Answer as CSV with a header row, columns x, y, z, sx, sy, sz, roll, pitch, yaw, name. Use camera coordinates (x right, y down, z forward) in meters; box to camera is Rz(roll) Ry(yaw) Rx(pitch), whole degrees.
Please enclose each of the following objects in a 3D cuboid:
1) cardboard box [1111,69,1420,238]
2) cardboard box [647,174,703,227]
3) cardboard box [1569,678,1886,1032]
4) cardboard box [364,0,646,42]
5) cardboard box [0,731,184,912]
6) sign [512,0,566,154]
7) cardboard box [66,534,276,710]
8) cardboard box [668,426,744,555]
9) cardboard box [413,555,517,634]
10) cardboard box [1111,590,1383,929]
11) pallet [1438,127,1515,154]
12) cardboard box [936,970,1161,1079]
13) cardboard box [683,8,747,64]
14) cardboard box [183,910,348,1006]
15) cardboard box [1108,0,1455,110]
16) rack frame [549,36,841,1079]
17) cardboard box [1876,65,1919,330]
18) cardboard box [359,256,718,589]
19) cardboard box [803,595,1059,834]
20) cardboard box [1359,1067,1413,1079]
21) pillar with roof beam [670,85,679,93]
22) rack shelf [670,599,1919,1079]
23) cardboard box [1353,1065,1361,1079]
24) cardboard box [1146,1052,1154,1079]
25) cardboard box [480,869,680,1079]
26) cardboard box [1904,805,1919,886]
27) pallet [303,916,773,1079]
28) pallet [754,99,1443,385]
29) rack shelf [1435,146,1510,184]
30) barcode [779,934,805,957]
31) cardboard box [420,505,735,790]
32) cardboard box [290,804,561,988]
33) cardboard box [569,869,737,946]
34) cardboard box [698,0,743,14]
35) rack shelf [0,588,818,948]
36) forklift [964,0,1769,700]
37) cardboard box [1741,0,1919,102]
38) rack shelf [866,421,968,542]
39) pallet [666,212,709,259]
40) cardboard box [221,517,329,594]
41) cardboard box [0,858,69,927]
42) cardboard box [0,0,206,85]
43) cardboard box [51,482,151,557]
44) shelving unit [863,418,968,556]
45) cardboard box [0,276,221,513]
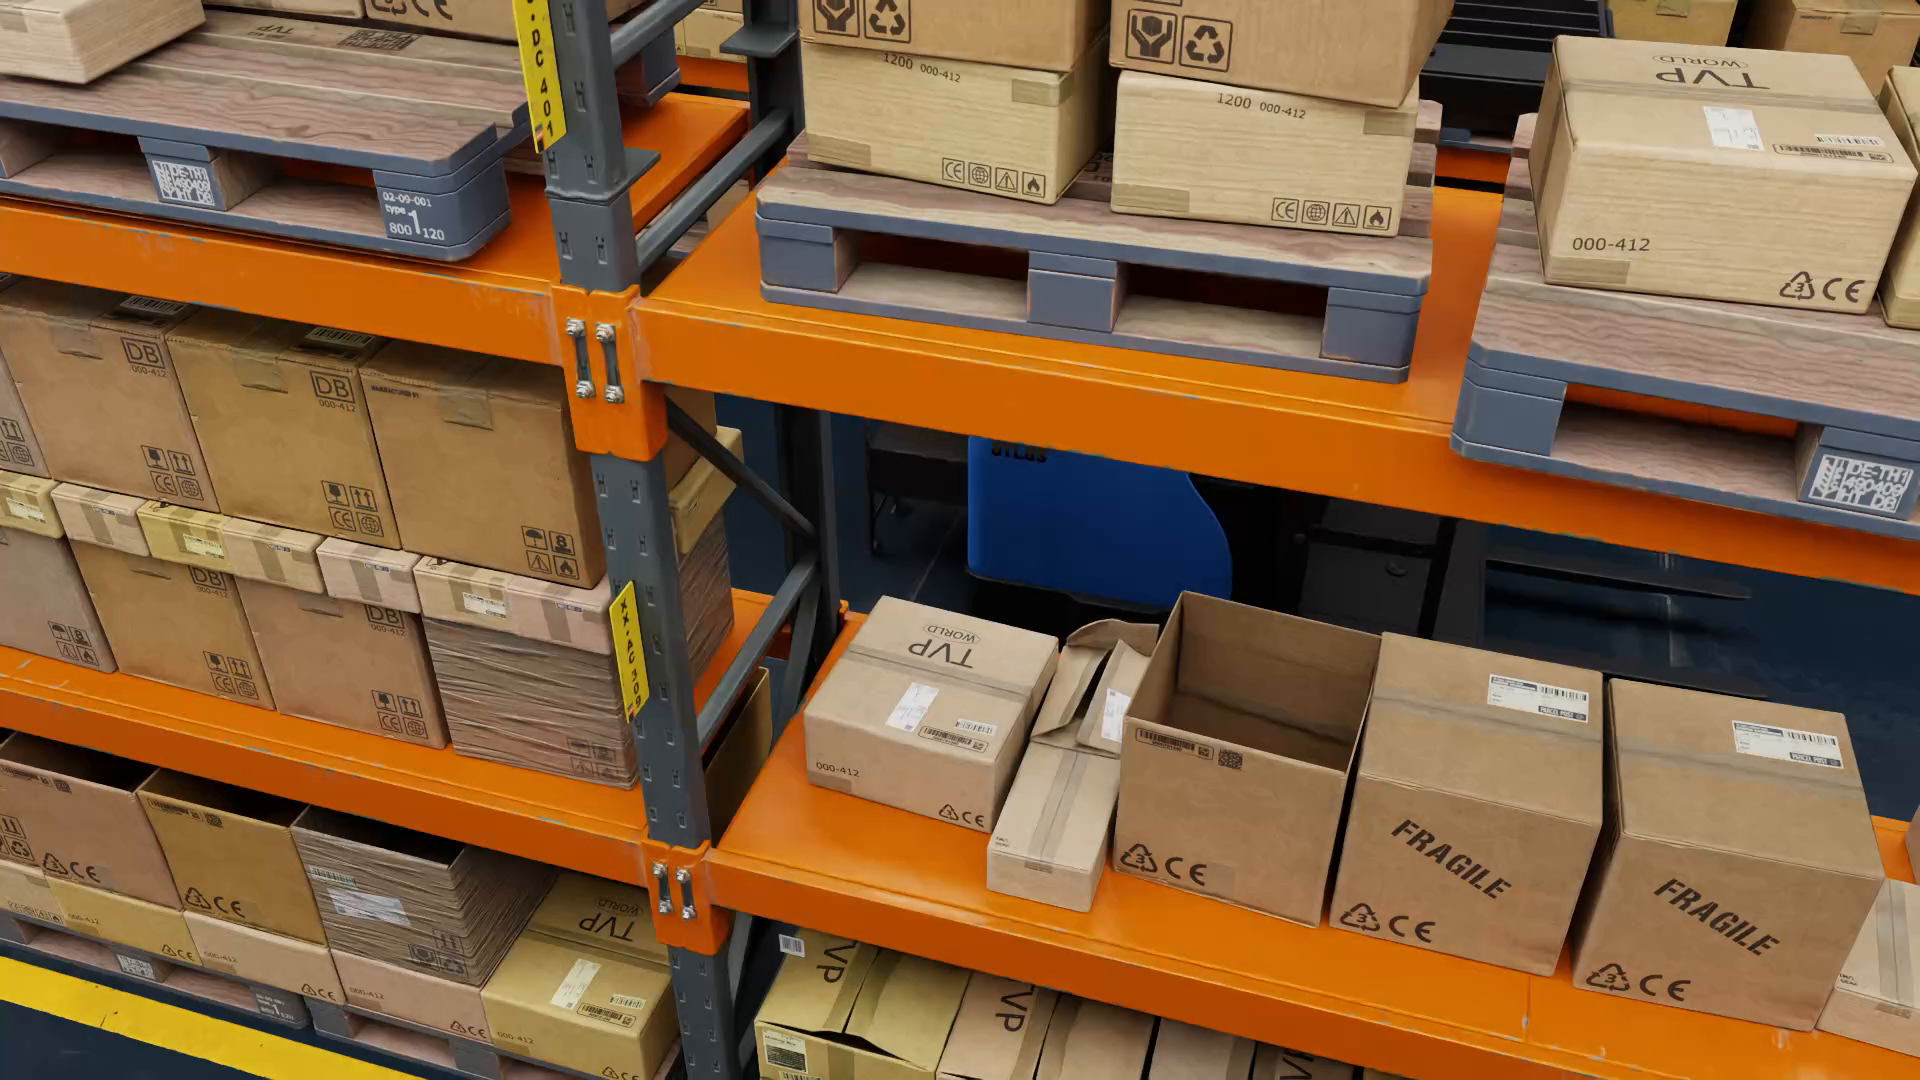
x,y,z,sx,sy,sz,roll,pitch,yaw,name
0.562,-0.796,3.042,0.500,0.250,0.500,7,37,9,cardboard box
-1.715,-2.020,9.361,0.500,0.311,0.500,14,38,18,cardboard box
1.663,0.691,3.697,0.500,0.500,0.500,9,37,11,cardboard box
-0.950,-1.401,3.535,0.500,0.500,0.500,14,38,18,cardboard box
-2.490,0.728,5.063,0.500,0.500,0.500,10,38,14,cardboard box
-0.712,-0.823,2.804,0.005,0.325,0.100,10,38,14,sign
-1.957,0.016,4.614,0.500,0.500,0.700,11,38,15,cardboard box
-0.747,-0.147,4.288,0.250,0.149,0.380,10,38,14,cardboard box
-1.107,0.038,4.036,0.250,0.149,0.380,10,37,13,cardboard box
0.683,0.509,3.943,0.500,0.500,0.500,13,38,17,cardboard box
2.842,-2.035,7.646,1.213,0.211,1.003,10,38,14,pallet
0.248,1.329,4.406,0.500,0.311,0.500,10,38,13,cardboard box
-1.055,-2.613,8.380,0.500,0.250,0.500,11,38,14,cardboard box
-2.012,1.117,5.167,0.500,0.250,0.500,10,38,14,cardboard box
0.579,-1.089,2.808,0.500,0.500,0.500,14,39,18,cardboard box
-0.548,0.311,4.297,0.127,3.000,1.000,10,38,14,rack frame
1.772,-0.537,2.691,0.500,0.250,0.500,10,37,13,cardboard box
-0.974,-0.326,3.984,0.500,0.500,0.700,11,38,14,cardboard box
-0.065,0.434,4.256,0.500,0.250,0.500,13,38,17,cardboard box
1.240,1.509,4.162,0.500,0.311,0.500,12,38,15,cardboard box
-3.250,-3.545,4.475,0.400,9.000,9.100,10,38,14,pillar with roof beam
1.361,0.955,4.030,4.000,0.370,1.077,10,38,14,rack shelf
1.390,1.430,4.742,0.500,0.250,0.500,11,38,15,cardboard box
0.251,1.552,4.576,0.500,0.250,0.500,11,38,15,cardboard box
-1.056,1.291,4.931,0.500,0.250,0.500,10,38,14,cardboard box
2.474,0.787,3.726,0.500,0.311,0.500,10,38,13,cardboard box
-1.295,1.270,5.346,1.213,0.211,1.003,10,38,14,pallet
0.298,-0.671,3.262,1.217,0.209,0.805,9,37,12,pallet
2.834,-1.849,7.838,4.000,0.370,1.077,10,38,14,rack shelf
-0.429,1.035,4.241,0.075,0.075,0.001,10,38,14,barcode
-0.974,0.196,4.369,0.500,0.500,0.700,10,37,13,cardboard box
-1.530,0.894,4.837,0.500,0.500,0.500,10,38,14,cardboard box
-0.900,0.996,5.332,0.500,0.250,0.500,10,38,14,cardboard box
-1.070,-2.922,8.167,0.500,0.500,0.500,12,38,15,cardboard box
-2.457,0.248,4.990,4.000,0.370,1.077,10,38,14,rack shelf
1.592,-0.854,5.938,3.031,2.935,1.130,9,37,12,forklift
3.750,-2.163,7.203,0.500,0.500,0.700,7,37,10,cardboard box
-0.099,-0.280,7.063,0.480,0.518,0.431,9,37,12,rack shelf
-0.894,-1.682,9.358,1.213,0.211,1.003,10,38,14,pallet
-1.609,-0.053,4.159,0.250,0.149,0.380,10,38,14,cardboard box
-2.965,0.938,5.410,0.500,0.250,0.500,10,38,14,cardboard box
-1.781,-1.080,3.395,0.250,0.149,0.380,10,38,14,cardboard box
-2.083,-0.142,4.281,0.250,0.149,0.380,12,38,15,cardboard box
-0.099,-0.855,6.640,0.503,2.100,0.431,9,37,12,shelving unit
-1.934,-0.504,4.225,0.500,0.500,0.700,10,38,14,cardboard box
